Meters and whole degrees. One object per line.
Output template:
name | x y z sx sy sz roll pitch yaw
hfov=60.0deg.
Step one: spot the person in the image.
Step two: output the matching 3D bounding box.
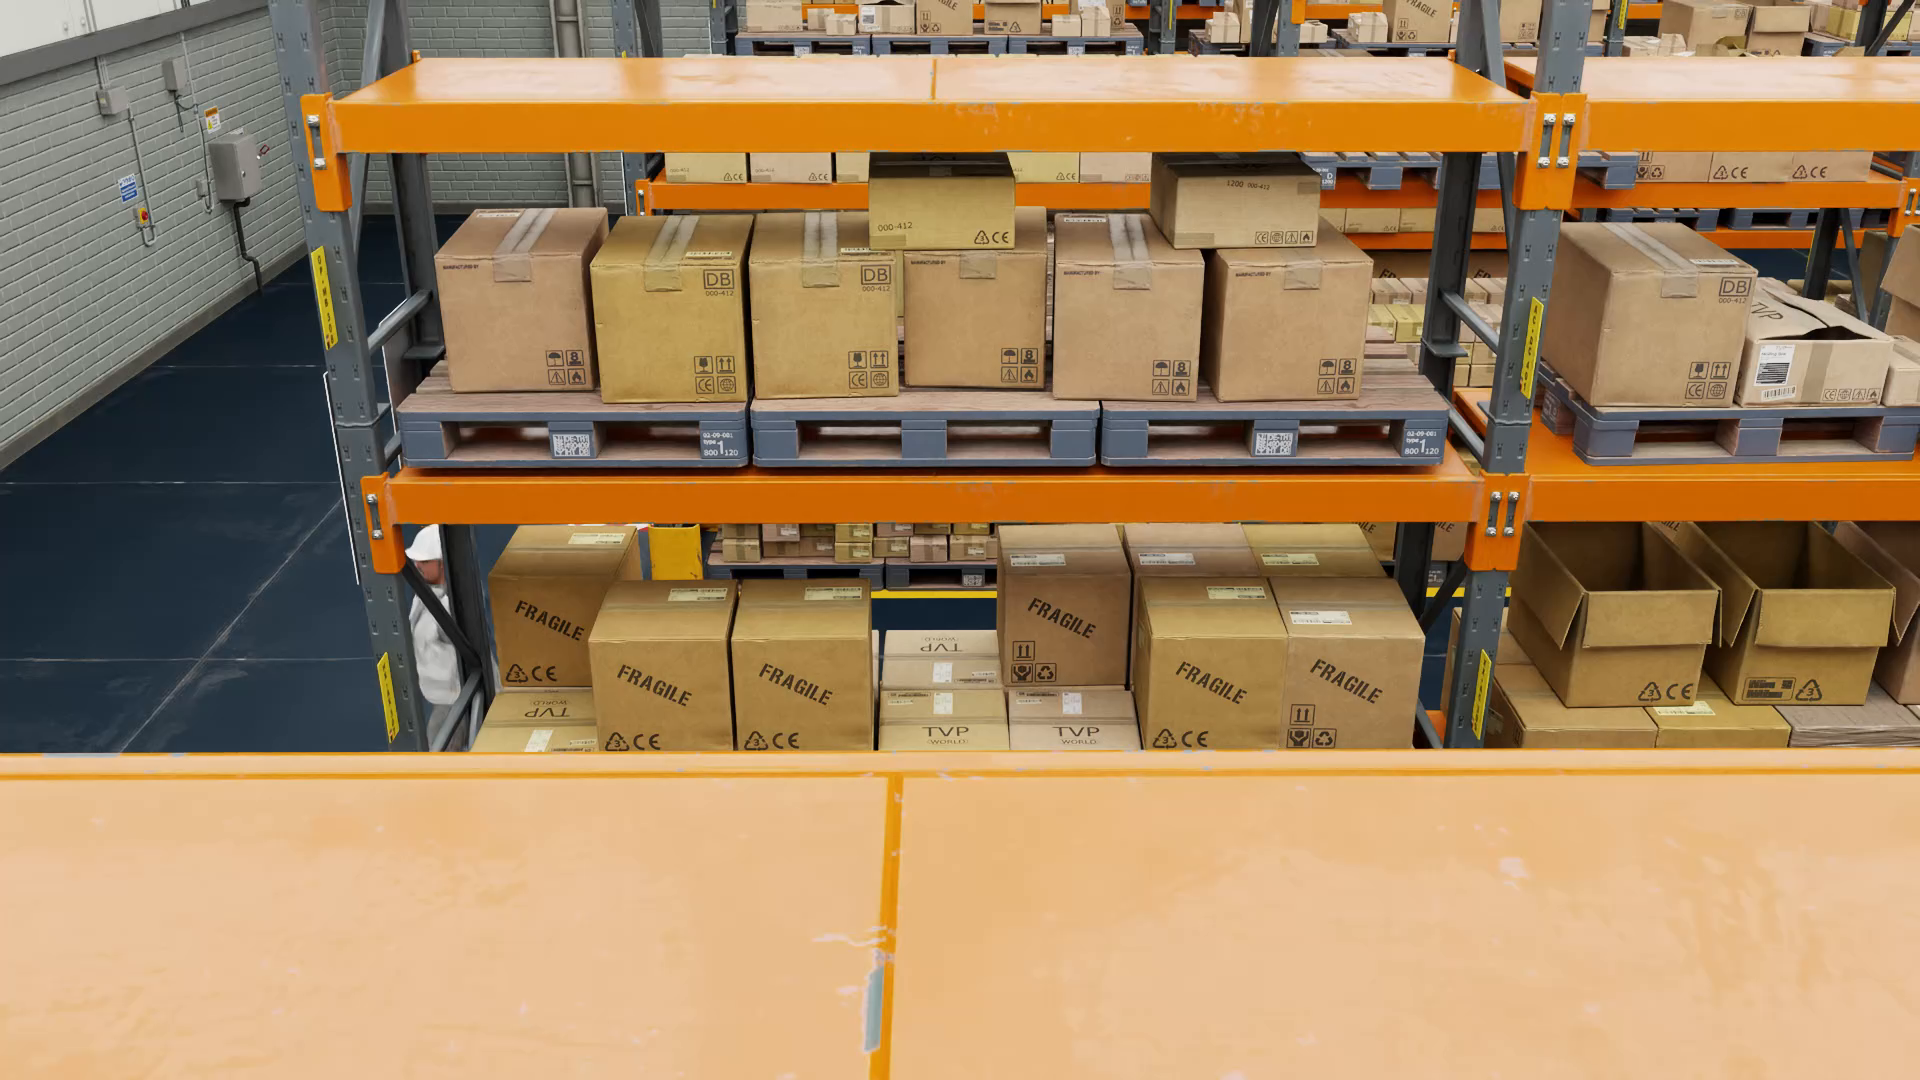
person | -2.636 0.750 8.351 0.945 1.737 0.539 -14 27 -28
